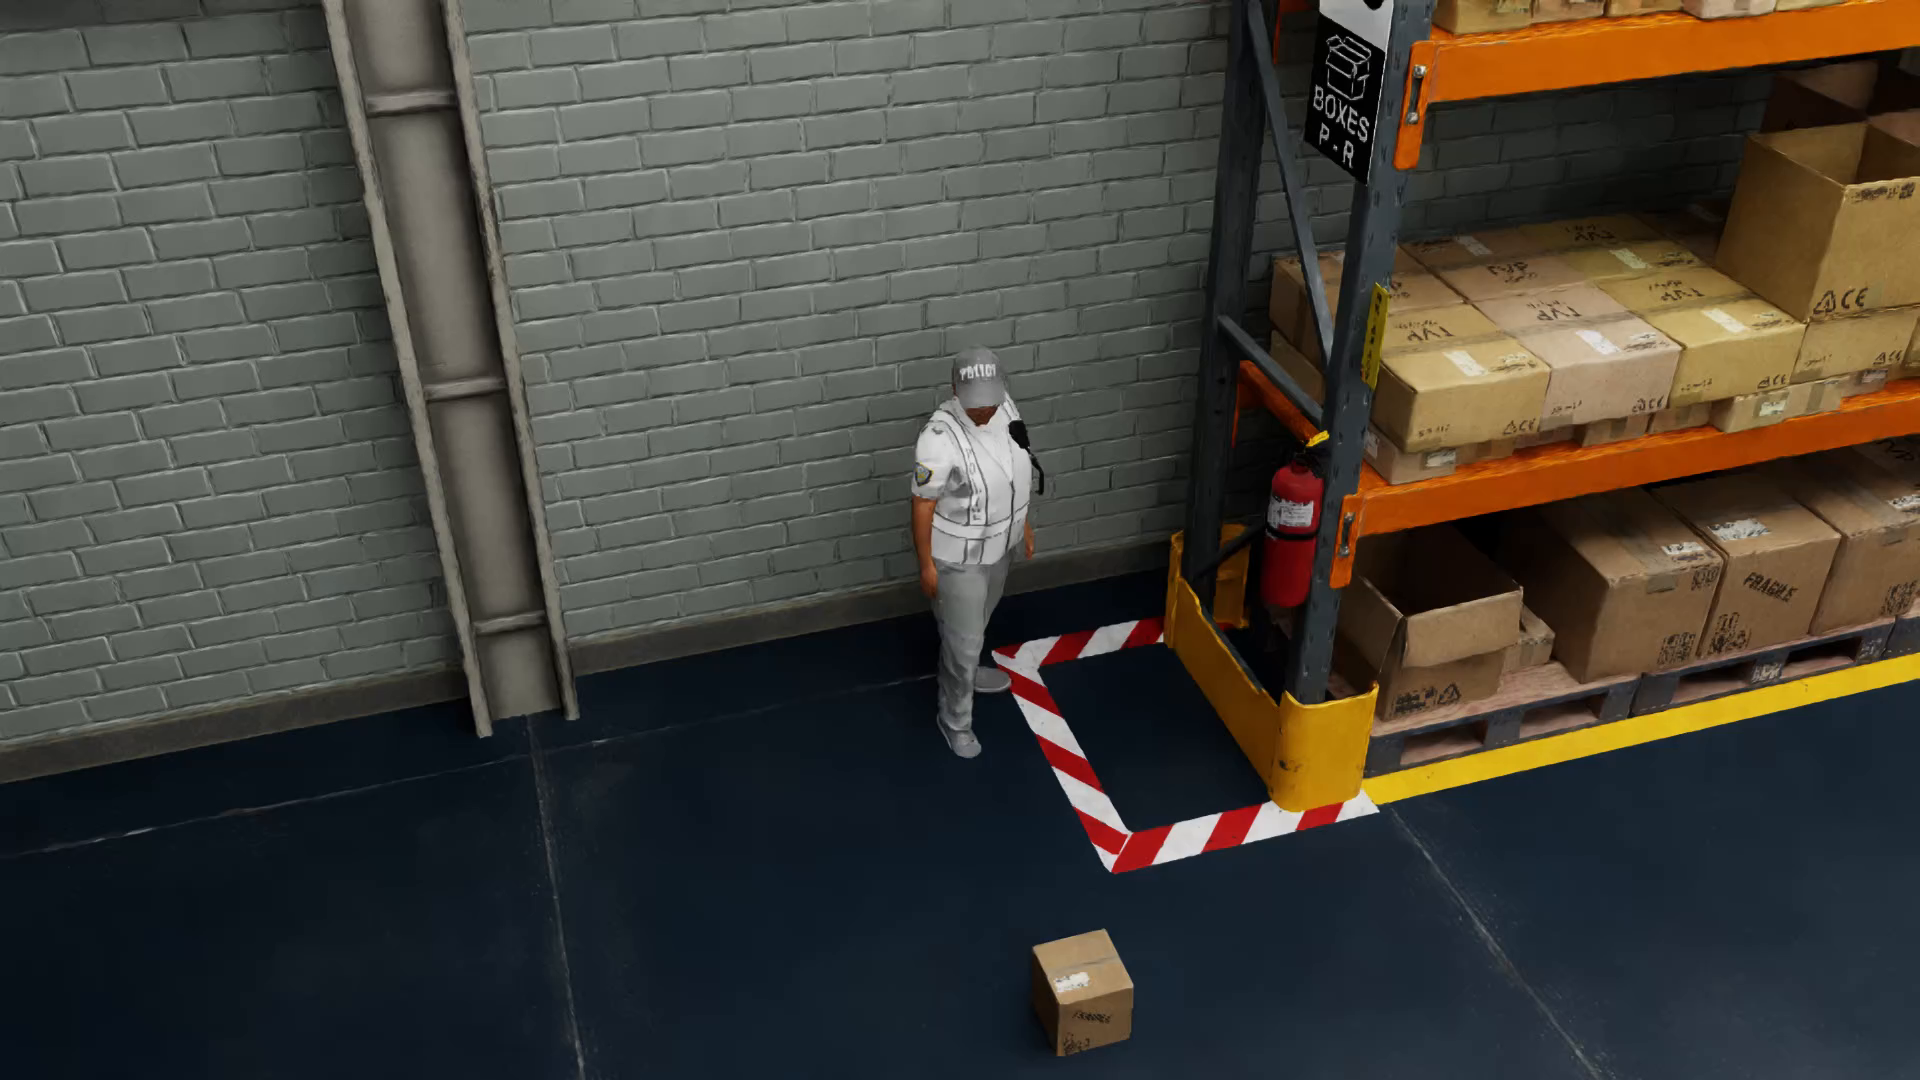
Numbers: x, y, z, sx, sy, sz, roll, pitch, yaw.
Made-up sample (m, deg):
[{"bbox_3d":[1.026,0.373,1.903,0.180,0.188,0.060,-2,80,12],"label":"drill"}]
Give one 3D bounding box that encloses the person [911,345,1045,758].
[{"bbox_3d":[0.043,0.033,6.140,0.453,1.727,0.515,23,40,30],"label":"person"}]
